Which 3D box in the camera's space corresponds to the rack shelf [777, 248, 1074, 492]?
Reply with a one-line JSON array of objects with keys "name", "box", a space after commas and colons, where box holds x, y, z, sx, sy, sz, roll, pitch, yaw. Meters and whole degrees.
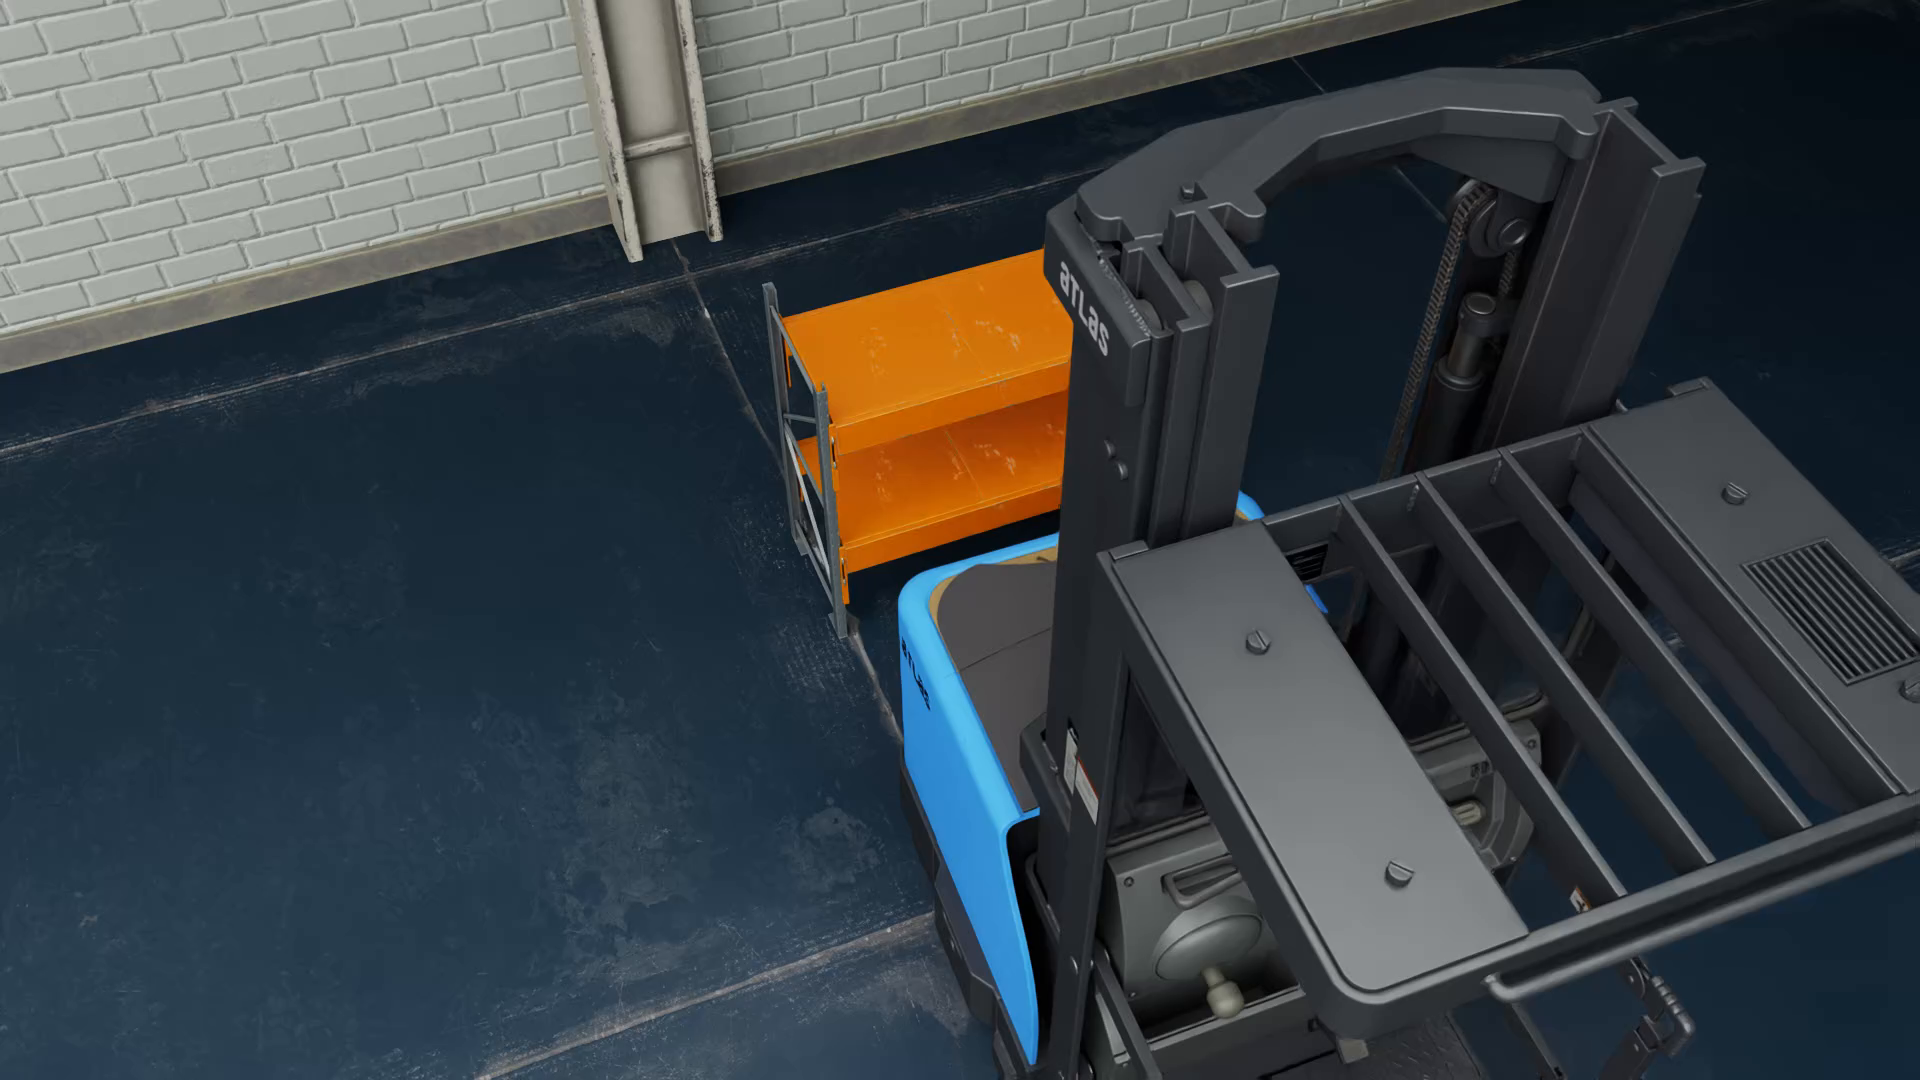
[{"name": "rack shelf", "box": [-0.006, -0.555, 5.100, 1.000, 0.278, 0.538, -17, 52, -14]}]

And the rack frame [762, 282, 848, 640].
[{"name": "rack frame", "box": [-0.477, -0.219, 5.196, 0.032, 1.125, 0.500, -17, 52, -14]}]

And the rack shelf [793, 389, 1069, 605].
[{"name": "rack shelf", "box": [-0.006, -0.205, 5.507, 1.000, 0.278, 0.538, -17, 52, -14]}]

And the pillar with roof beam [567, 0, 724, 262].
[{"name": "pillar with roof beam", "box": [0.422, -1.192, 0.842, 0.400, 9.000, 9.100, -17, 52, -14]}]

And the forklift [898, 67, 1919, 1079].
[{"name": "forklift", "box": [0.815, 0.762, 3.164, 1.130, 2.935, 3.031, -16, 51, -13]}]

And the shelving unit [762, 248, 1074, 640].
[{"name": "shelving unit", "box": [-0.006, -0.365, 5.322, 1.048, 1.125, 0.538, -17, 52, -14]}]
